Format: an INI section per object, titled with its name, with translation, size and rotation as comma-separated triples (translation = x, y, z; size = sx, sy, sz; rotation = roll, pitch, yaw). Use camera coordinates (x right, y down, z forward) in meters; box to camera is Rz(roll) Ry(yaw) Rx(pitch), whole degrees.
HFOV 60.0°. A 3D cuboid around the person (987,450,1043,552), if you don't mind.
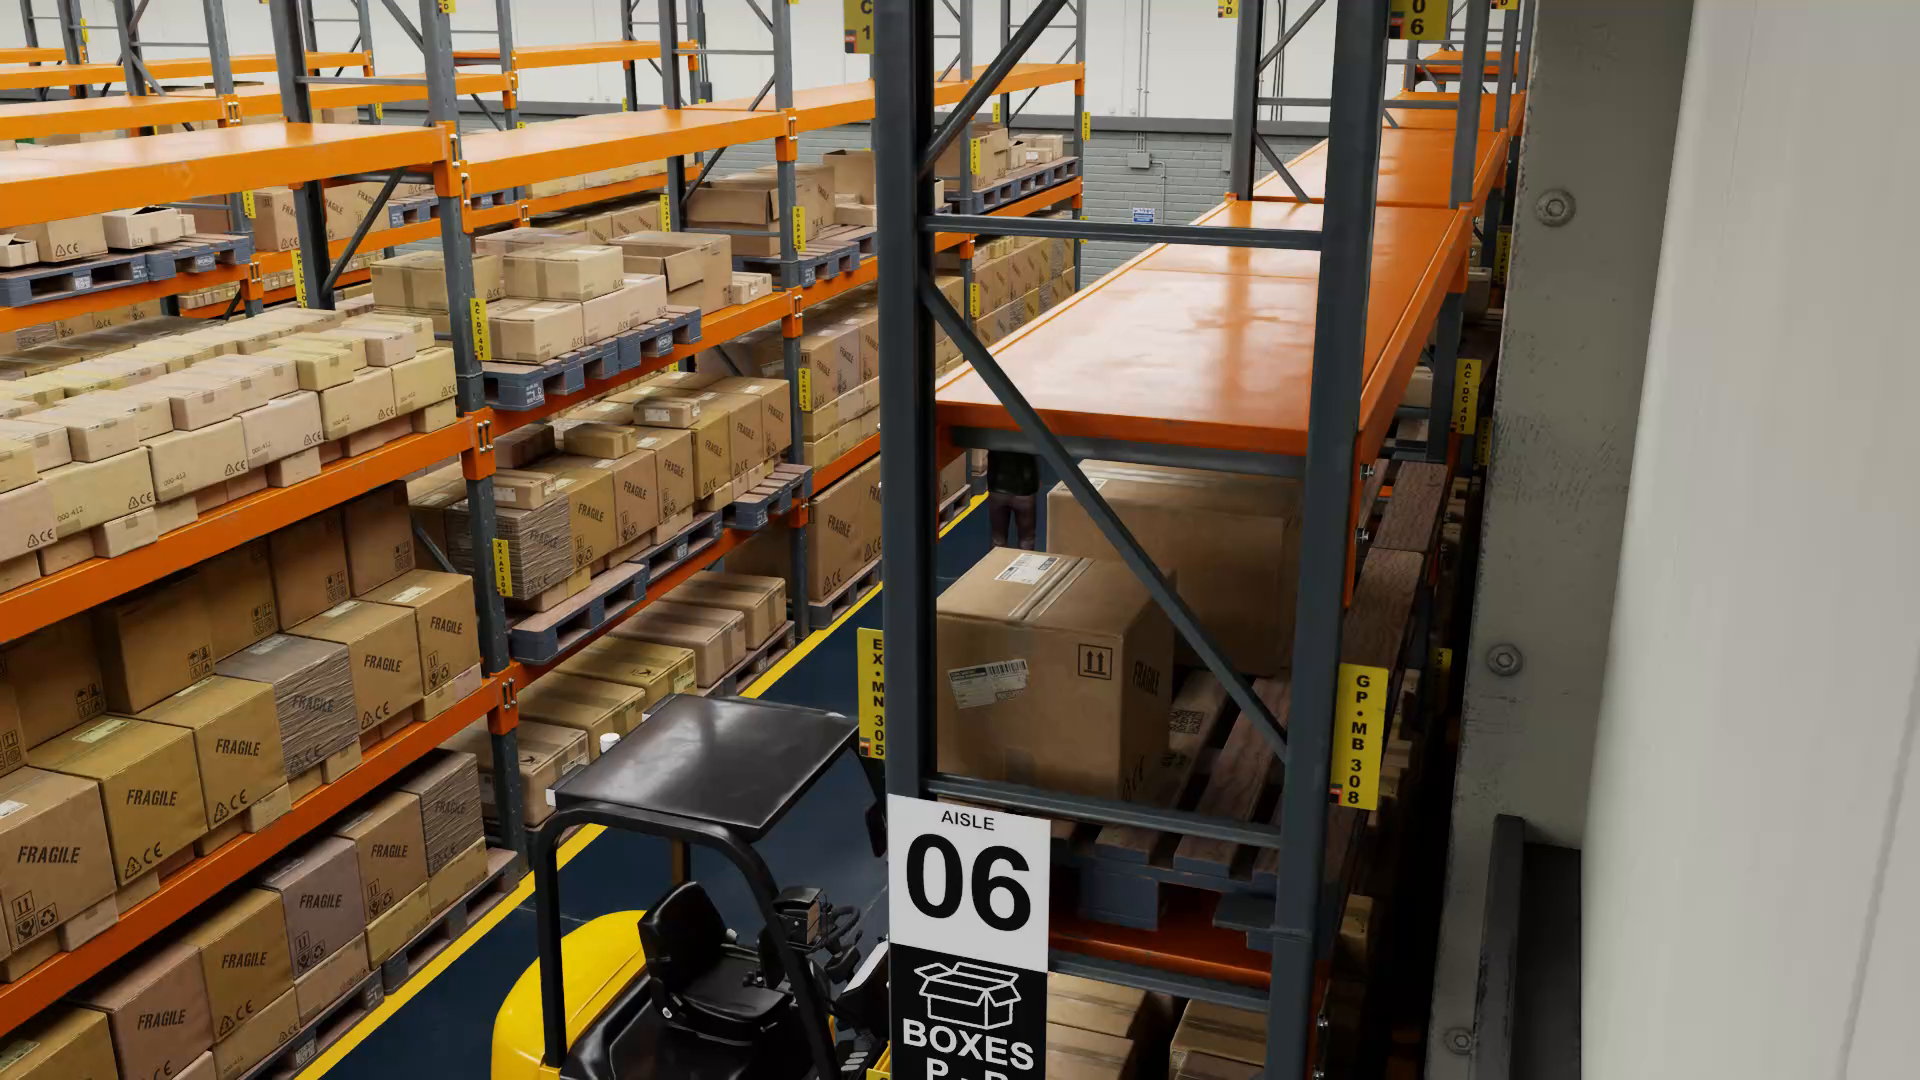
[person]
translation = 0.464, -0.408, 14.210
size = 0.495, 1.718, 0.555
rotation = 6, 20, 19
